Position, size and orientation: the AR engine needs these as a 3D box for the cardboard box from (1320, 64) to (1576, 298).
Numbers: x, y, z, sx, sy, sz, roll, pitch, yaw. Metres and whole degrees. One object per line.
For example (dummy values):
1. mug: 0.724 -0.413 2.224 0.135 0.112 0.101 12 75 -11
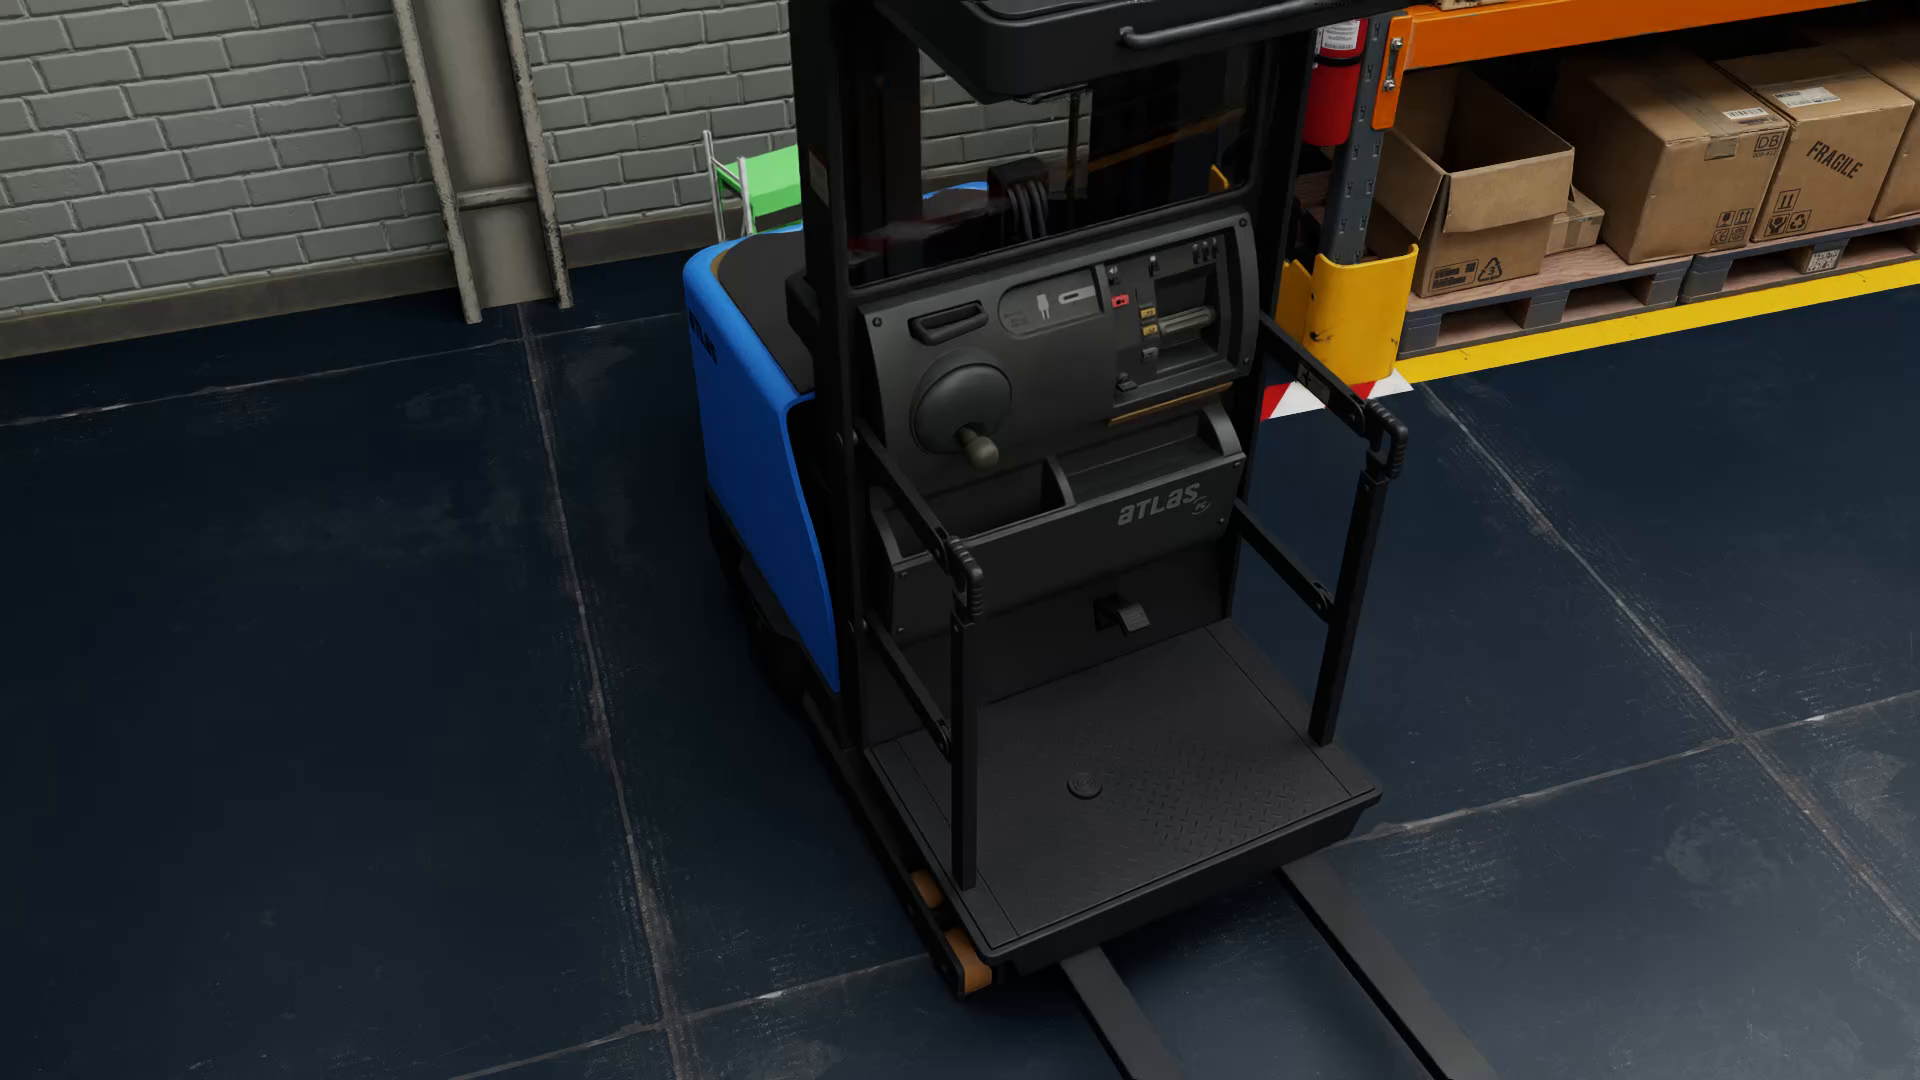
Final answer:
1. cardboard box: 1.766 -1.312 6.050 0.637 0.503 0.797 -13 43 -15

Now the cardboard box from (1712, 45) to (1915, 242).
1. cardboard box: 3.128 -1.497 6.264 0.500 0.500 0.500 -11 42 -12

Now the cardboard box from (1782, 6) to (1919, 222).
1. cardboard box: 3.584 -1.661 6.452 0.500 0.500 0.700 -13 43 -15

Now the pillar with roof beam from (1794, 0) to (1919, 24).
1. pillar with roof beam: 5.328 -2.809 1.625 0.400 9.000 9.100 -12 42 -13

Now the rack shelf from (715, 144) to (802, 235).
1. rack shelf: -0.454 -1.056 4.902 0.480 0.148 0.258 -23 41 -24

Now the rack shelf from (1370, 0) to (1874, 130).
1. rack shelf: 3.062 -2.157 5.986 4.000 0.370 1.077 -12 42 -13

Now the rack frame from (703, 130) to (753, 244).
1. rack frame: -0.642 -0.639 5.054 0.015 1.200 0.240 -23 41 -24

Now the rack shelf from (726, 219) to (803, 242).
1. rack shelf: -0.444 -0.865 5.047 0.480 0.148 0.258 -23 41 -24

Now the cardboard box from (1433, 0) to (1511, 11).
1. cardboard box: 1.550 -1.831 5.257 0.250 0.149 0.380 -12 43 -13

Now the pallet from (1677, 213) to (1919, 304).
1. pallet: 3.149 -1.394 6.686 1.213 0.211 1.003 -12 42 -13

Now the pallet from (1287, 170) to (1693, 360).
1. pallet: 1.987 -1.156 6.413 1.213 0.211 1.003 -12 42 -13

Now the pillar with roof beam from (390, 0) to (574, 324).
1. pillar with roof beam: -0.395 -1.623 0.268 0.400 9.000 9.100 -12 42 -13

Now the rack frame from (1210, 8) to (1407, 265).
1. rack frame: 1.155 -2.033 5.297 0.127 3.000 1.000 -12 42 -13

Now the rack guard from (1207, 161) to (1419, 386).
1. rack guard: 1.227 -1.106 6.136 0.348 0.500 1.175 -12 42 -13

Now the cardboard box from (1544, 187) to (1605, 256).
1. cardboard box: 2.183 -1.238 6.235 0.250 0.149 0.380 -13 43 -15

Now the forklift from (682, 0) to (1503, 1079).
1. forklift: 0.334 -0.352 3.425 1.130 2.935 3.031 -18 44 -19

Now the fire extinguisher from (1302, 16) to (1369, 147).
1. fire extinguisher: 1.153 -1.544 5.080 0.183 0.674 0.296 -12 42 -13

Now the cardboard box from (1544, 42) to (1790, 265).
1. cardboard box: 2.593 -1.455 6.217 0.500 0.500 0.700 -10 42 -11

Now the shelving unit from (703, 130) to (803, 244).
1. shelving unit: -0.436 -0.725 5.153 0.503 1.200 0.258 -23 41 -24
